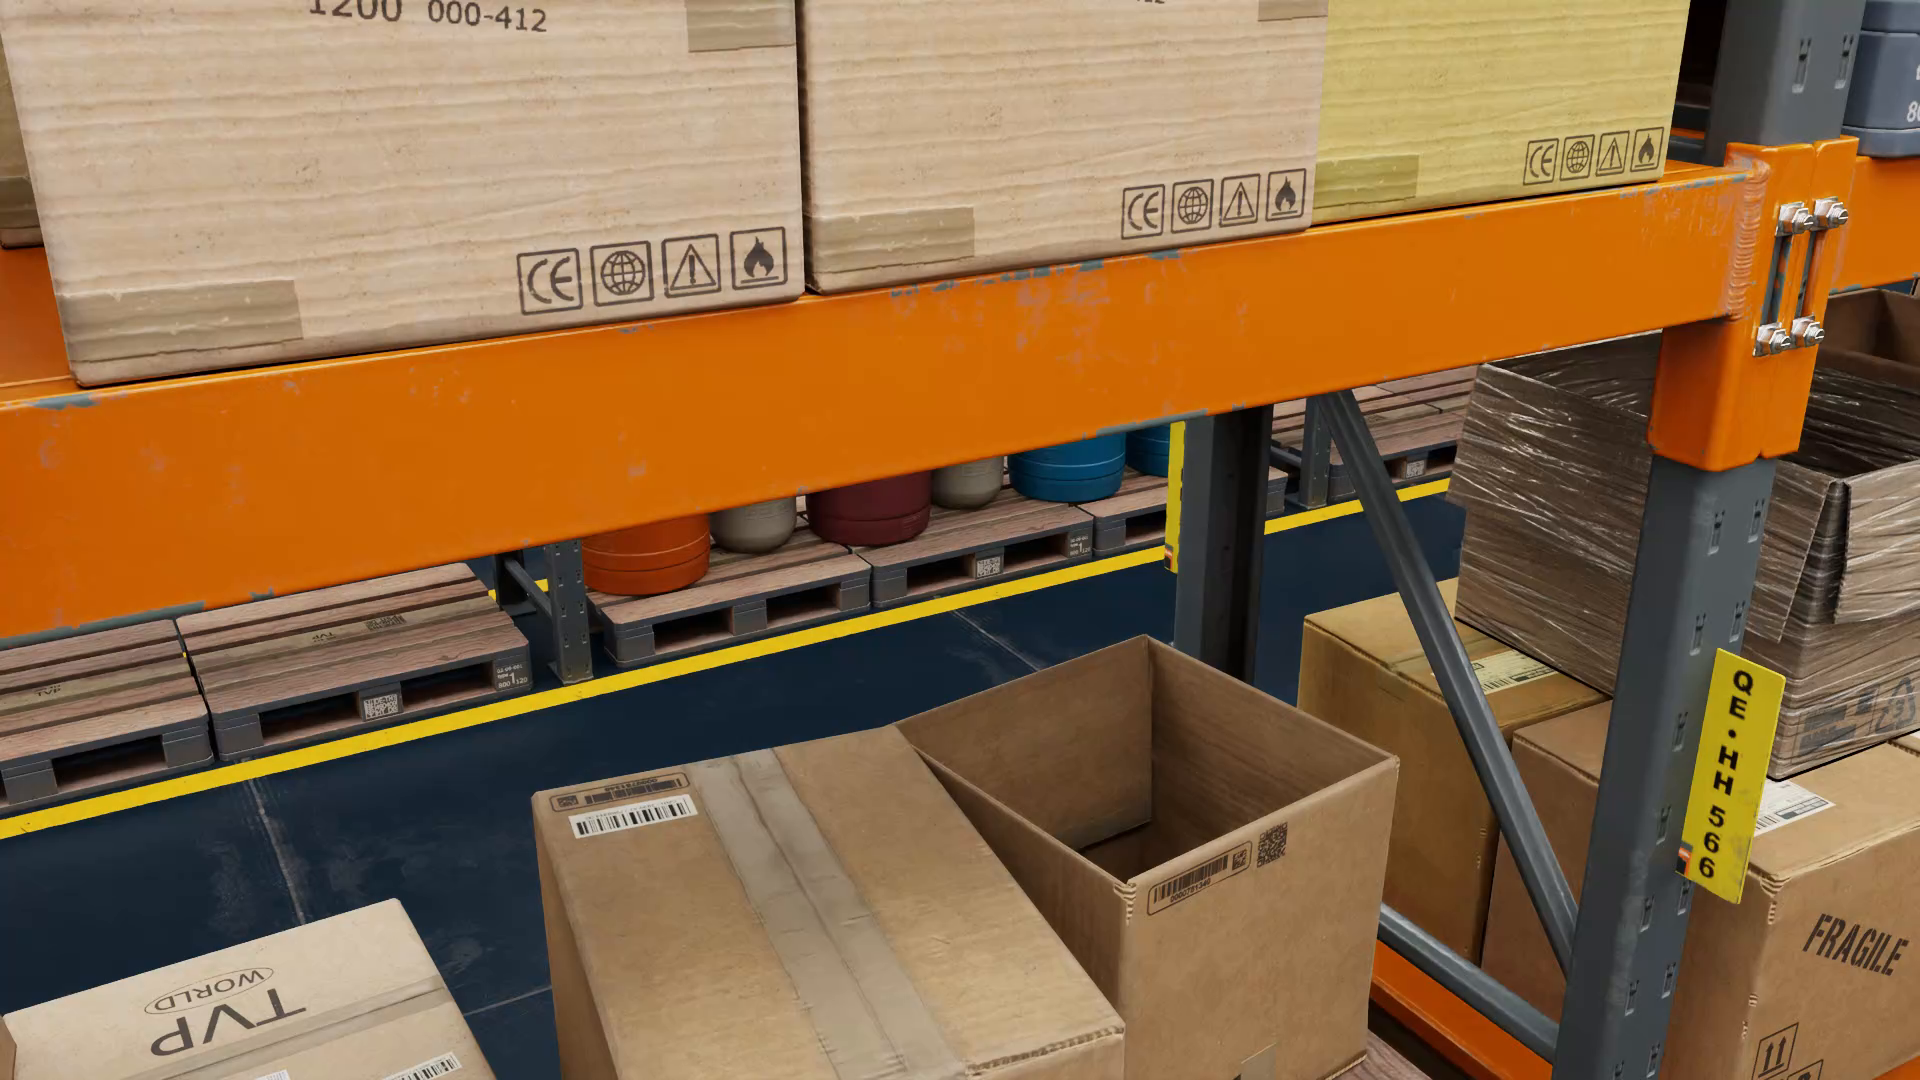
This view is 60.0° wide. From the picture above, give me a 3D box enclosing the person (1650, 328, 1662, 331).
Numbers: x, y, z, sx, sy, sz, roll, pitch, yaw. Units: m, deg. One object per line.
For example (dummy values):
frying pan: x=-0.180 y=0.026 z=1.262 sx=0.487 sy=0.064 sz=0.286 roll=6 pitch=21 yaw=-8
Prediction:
person: x=2.969 y=-0.606 z=7.573 sx=0.765 sy=1.651 sz=0.442 roll=-14 pitch=26 yaw=-30
